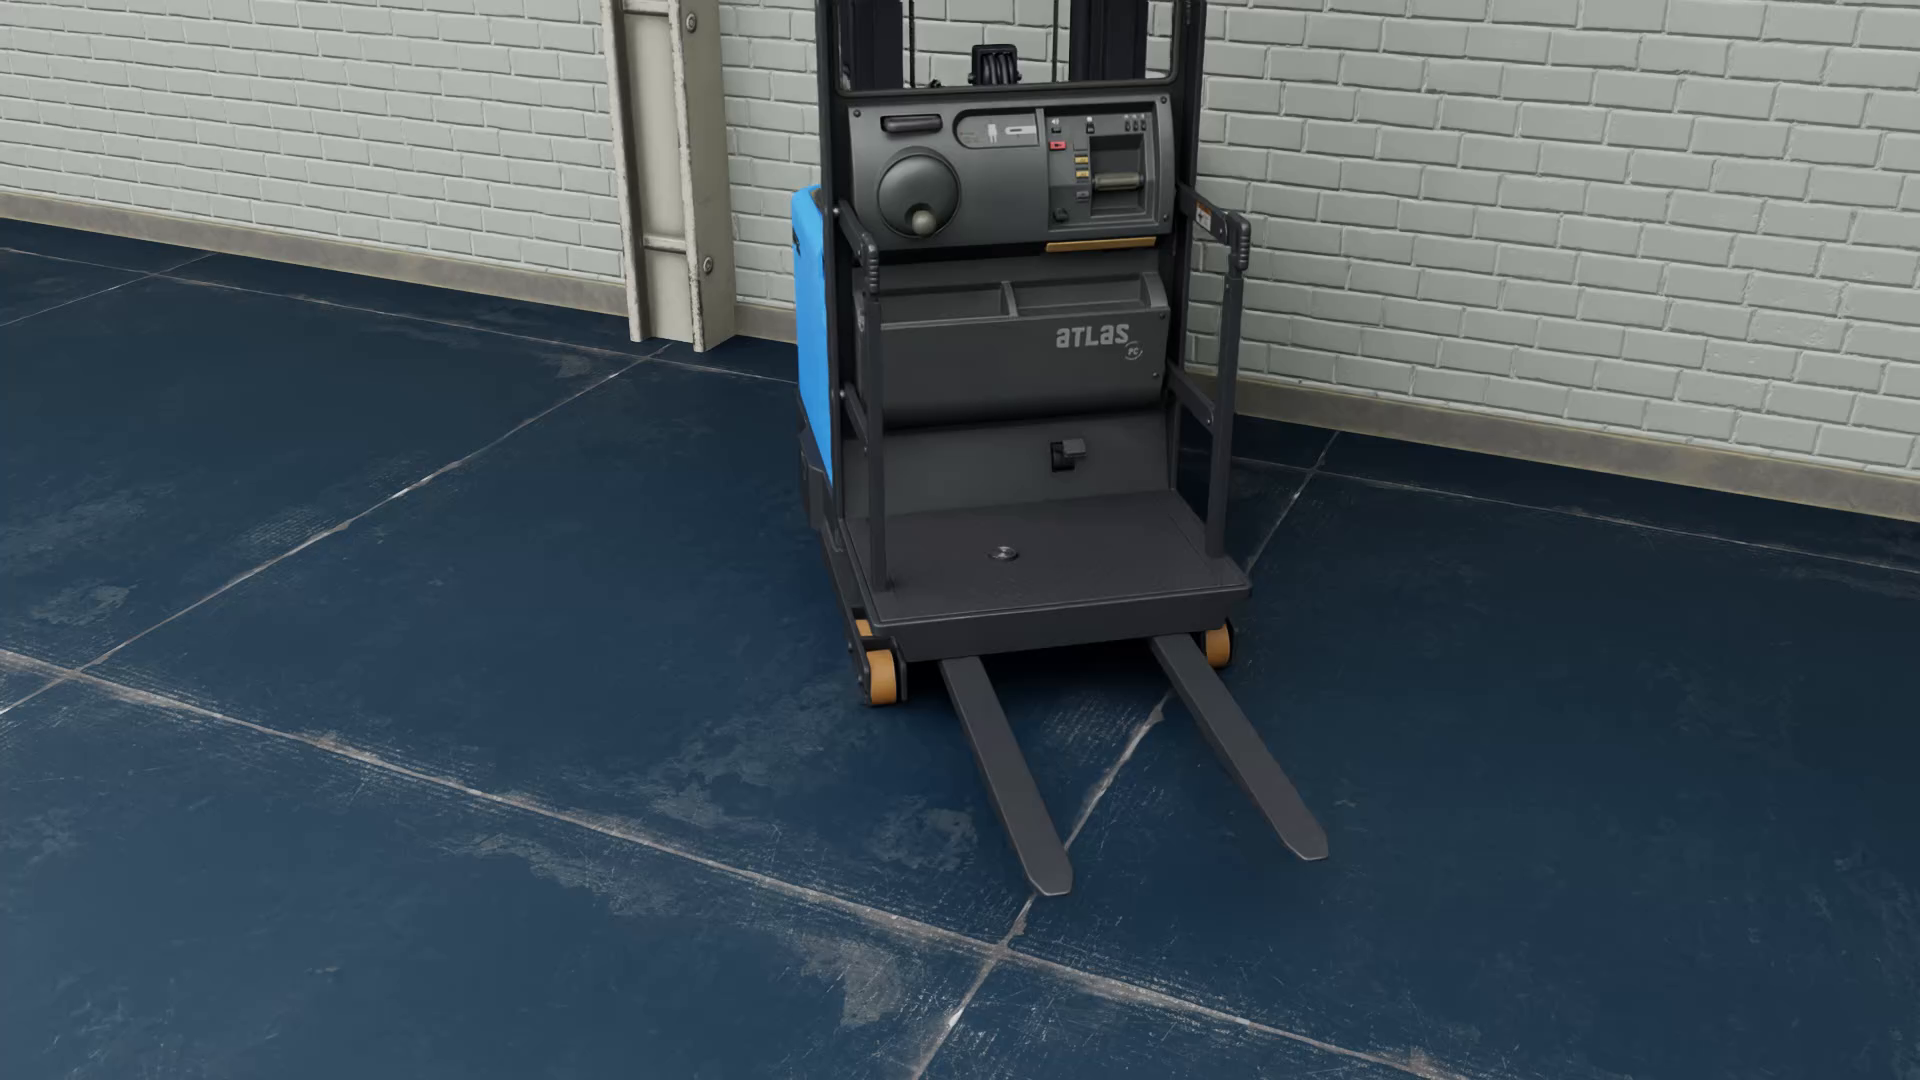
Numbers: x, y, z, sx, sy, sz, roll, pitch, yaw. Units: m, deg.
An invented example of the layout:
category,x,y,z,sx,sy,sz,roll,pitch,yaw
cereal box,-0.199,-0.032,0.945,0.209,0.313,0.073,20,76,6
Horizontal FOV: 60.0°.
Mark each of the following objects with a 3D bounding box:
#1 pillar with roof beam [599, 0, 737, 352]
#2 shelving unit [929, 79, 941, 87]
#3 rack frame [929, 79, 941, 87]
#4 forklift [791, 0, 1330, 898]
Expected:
category,x,y,z,sx,sy,sz,roll,pitch,yaw
pillar with roof beam,-3.048,-3.245,2.153,0.400,9.000,9.100,11,28,22
shelving unit,0.216,-1.105,6.570,1.048,1.125,0.538,17,30,16
rack frame,-0.251,-1.248,6.712,0.032,1.125,0.500,17,30,16
forklift,0.199,-1.017,4.497,1.130,2.935,3.031,-5,27,-11
